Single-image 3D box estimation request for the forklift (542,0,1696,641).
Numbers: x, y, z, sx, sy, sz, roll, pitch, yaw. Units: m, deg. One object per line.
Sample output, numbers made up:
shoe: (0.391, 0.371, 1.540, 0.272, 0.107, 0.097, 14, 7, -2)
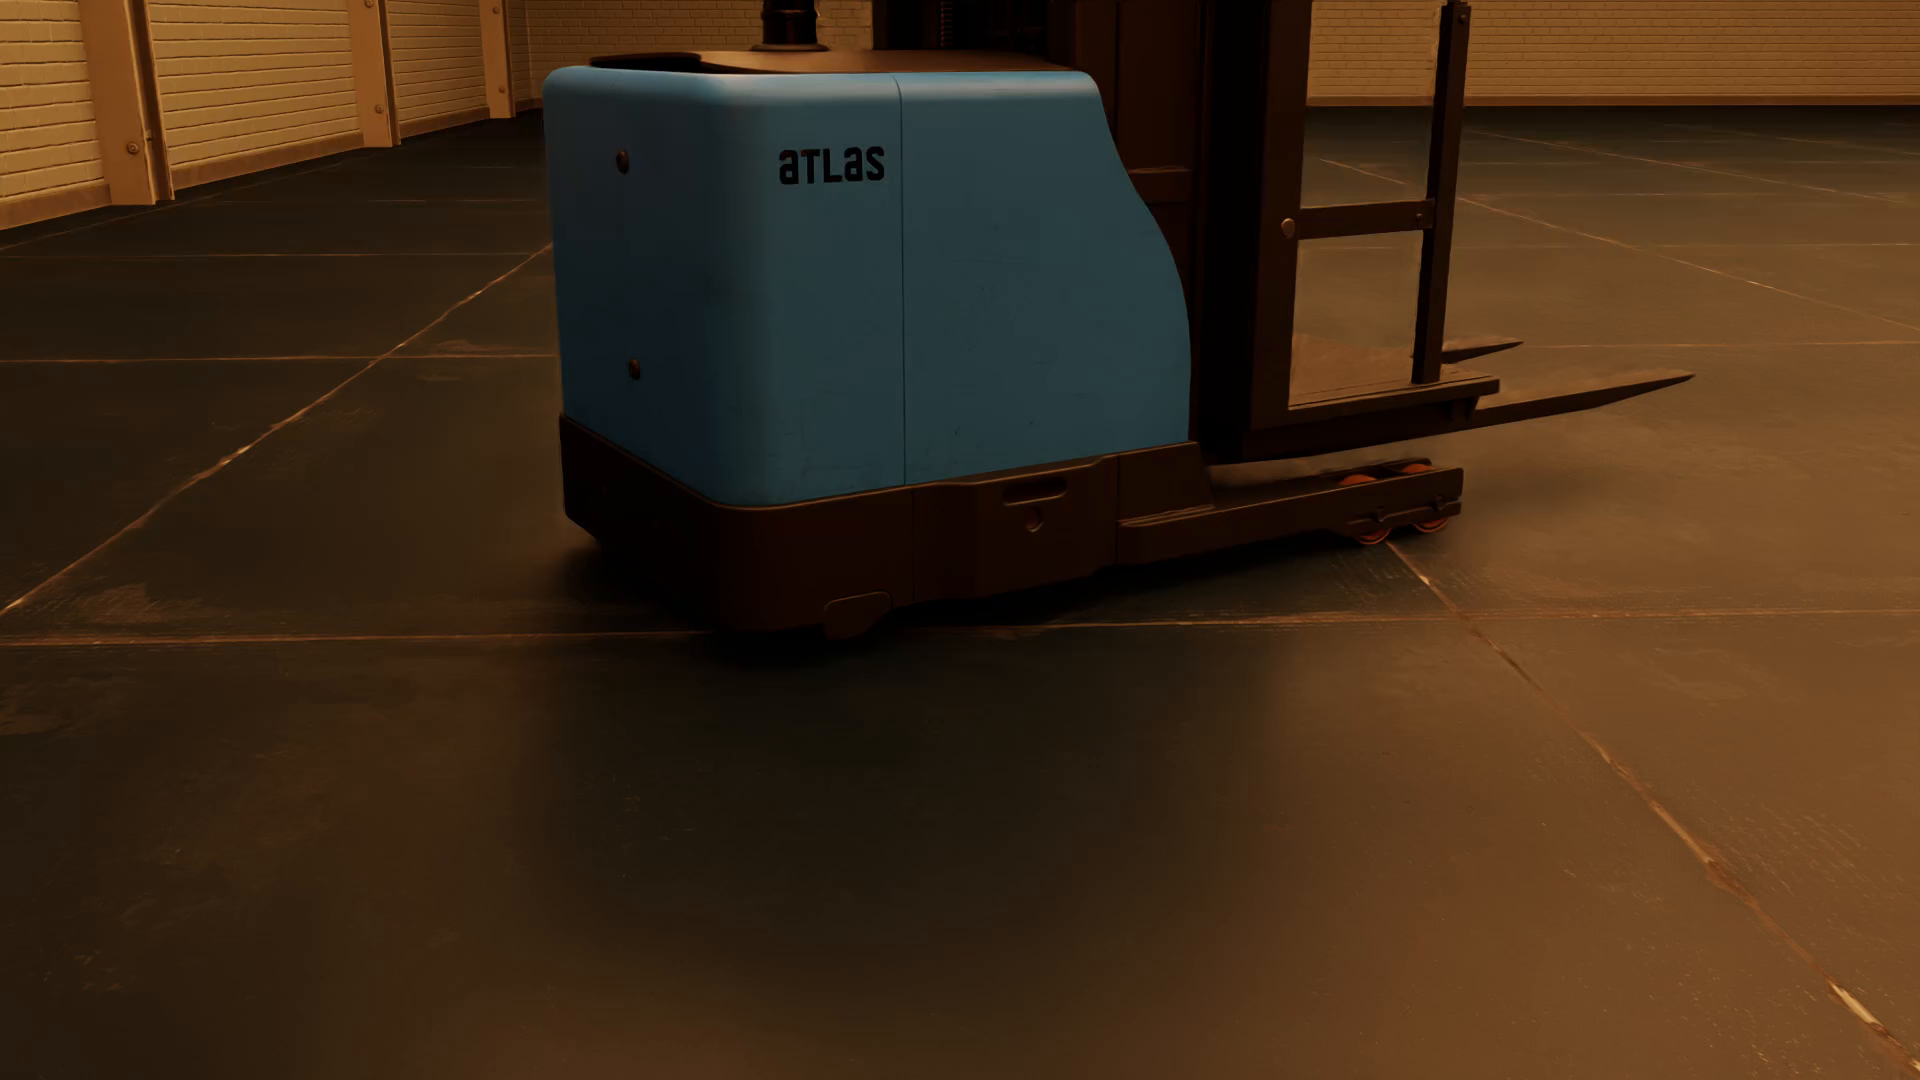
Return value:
forklift: (0.608, -1.509, 3.842, 3.031, 2.935, 1.130, -10, 20, -30)
